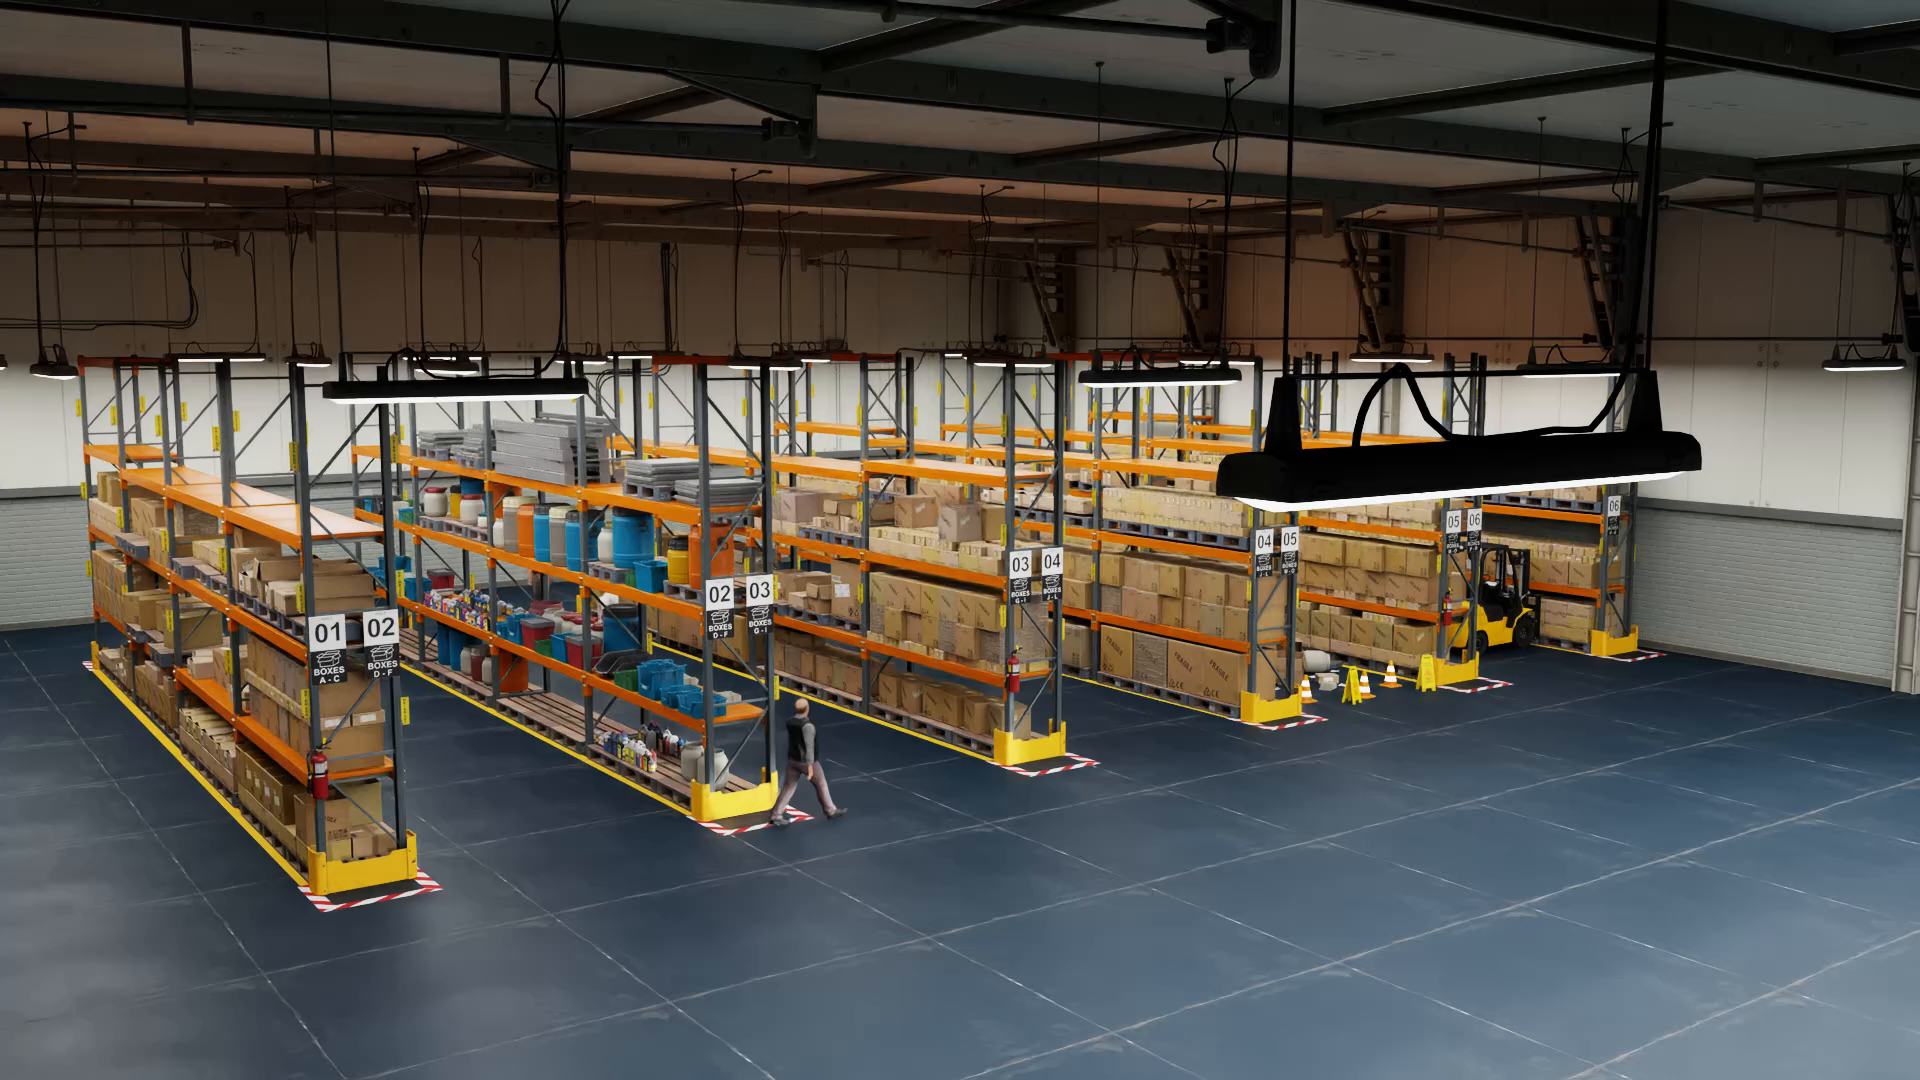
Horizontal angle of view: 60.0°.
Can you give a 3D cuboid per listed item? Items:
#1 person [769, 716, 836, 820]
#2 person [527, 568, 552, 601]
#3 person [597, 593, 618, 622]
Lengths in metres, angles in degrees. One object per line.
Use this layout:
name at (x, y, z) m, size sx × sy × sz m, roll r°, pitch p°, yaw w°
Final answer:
person at (-2.079, 2.974, 21.674) m, size 0.446 × 1.370 × 0.939 m, roll 6°, pitch 9°, yaw 40°
person at (-9.614, 0.832, 38.139) m, size 0.534 × 1.605 × 0.899 m, roll -1°, pitch 7°, yaw -5°
person at (-6.705, 1.767, 31.780) m, size 0.405 × 1.550 × 0.437 m, roll 2°, pitch 7°, yaw 17°
